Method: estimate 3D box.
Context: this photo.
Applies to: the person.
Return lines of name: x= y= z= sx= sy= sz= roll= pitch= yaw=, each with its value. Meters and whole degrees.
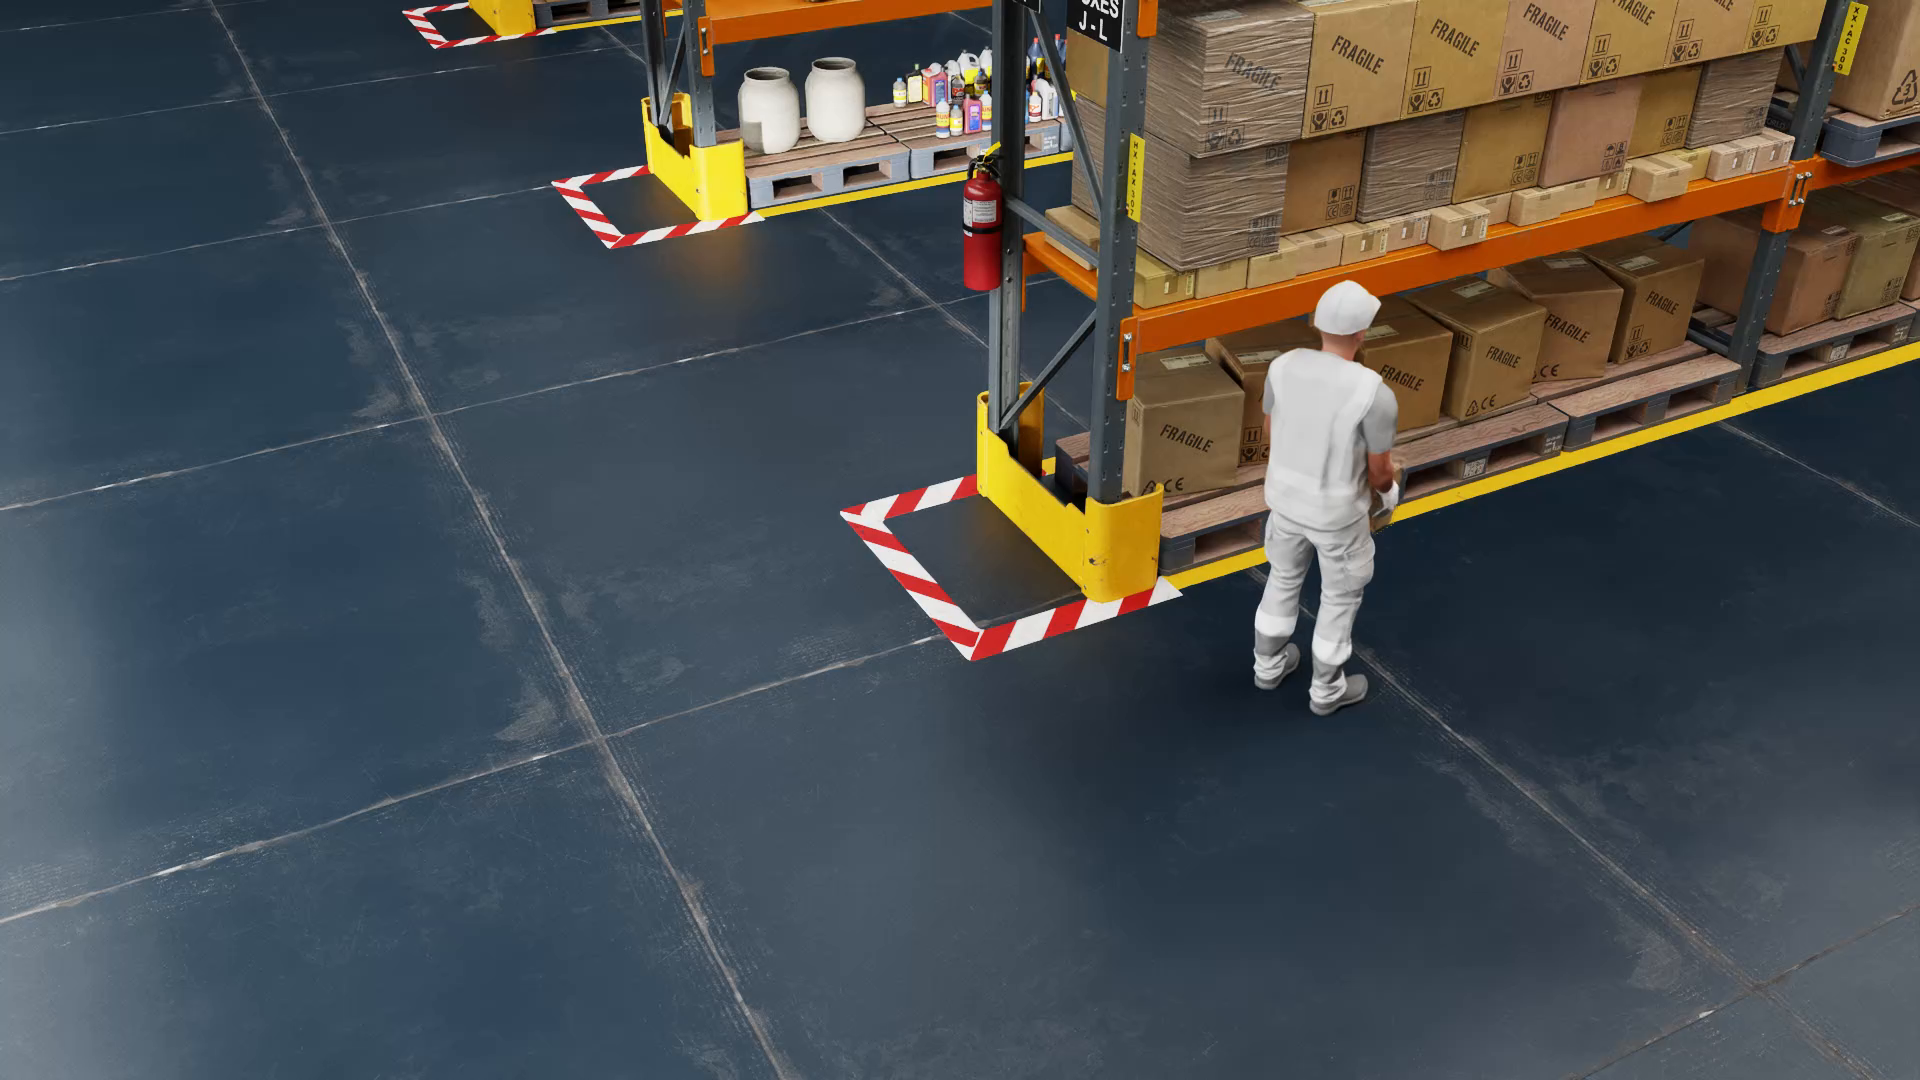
person: x=1.395 y=-0.160 z=6.363 sx=0.534 sy=1.792 sz=0.462 roll=26 pitch=41 yaw=34
